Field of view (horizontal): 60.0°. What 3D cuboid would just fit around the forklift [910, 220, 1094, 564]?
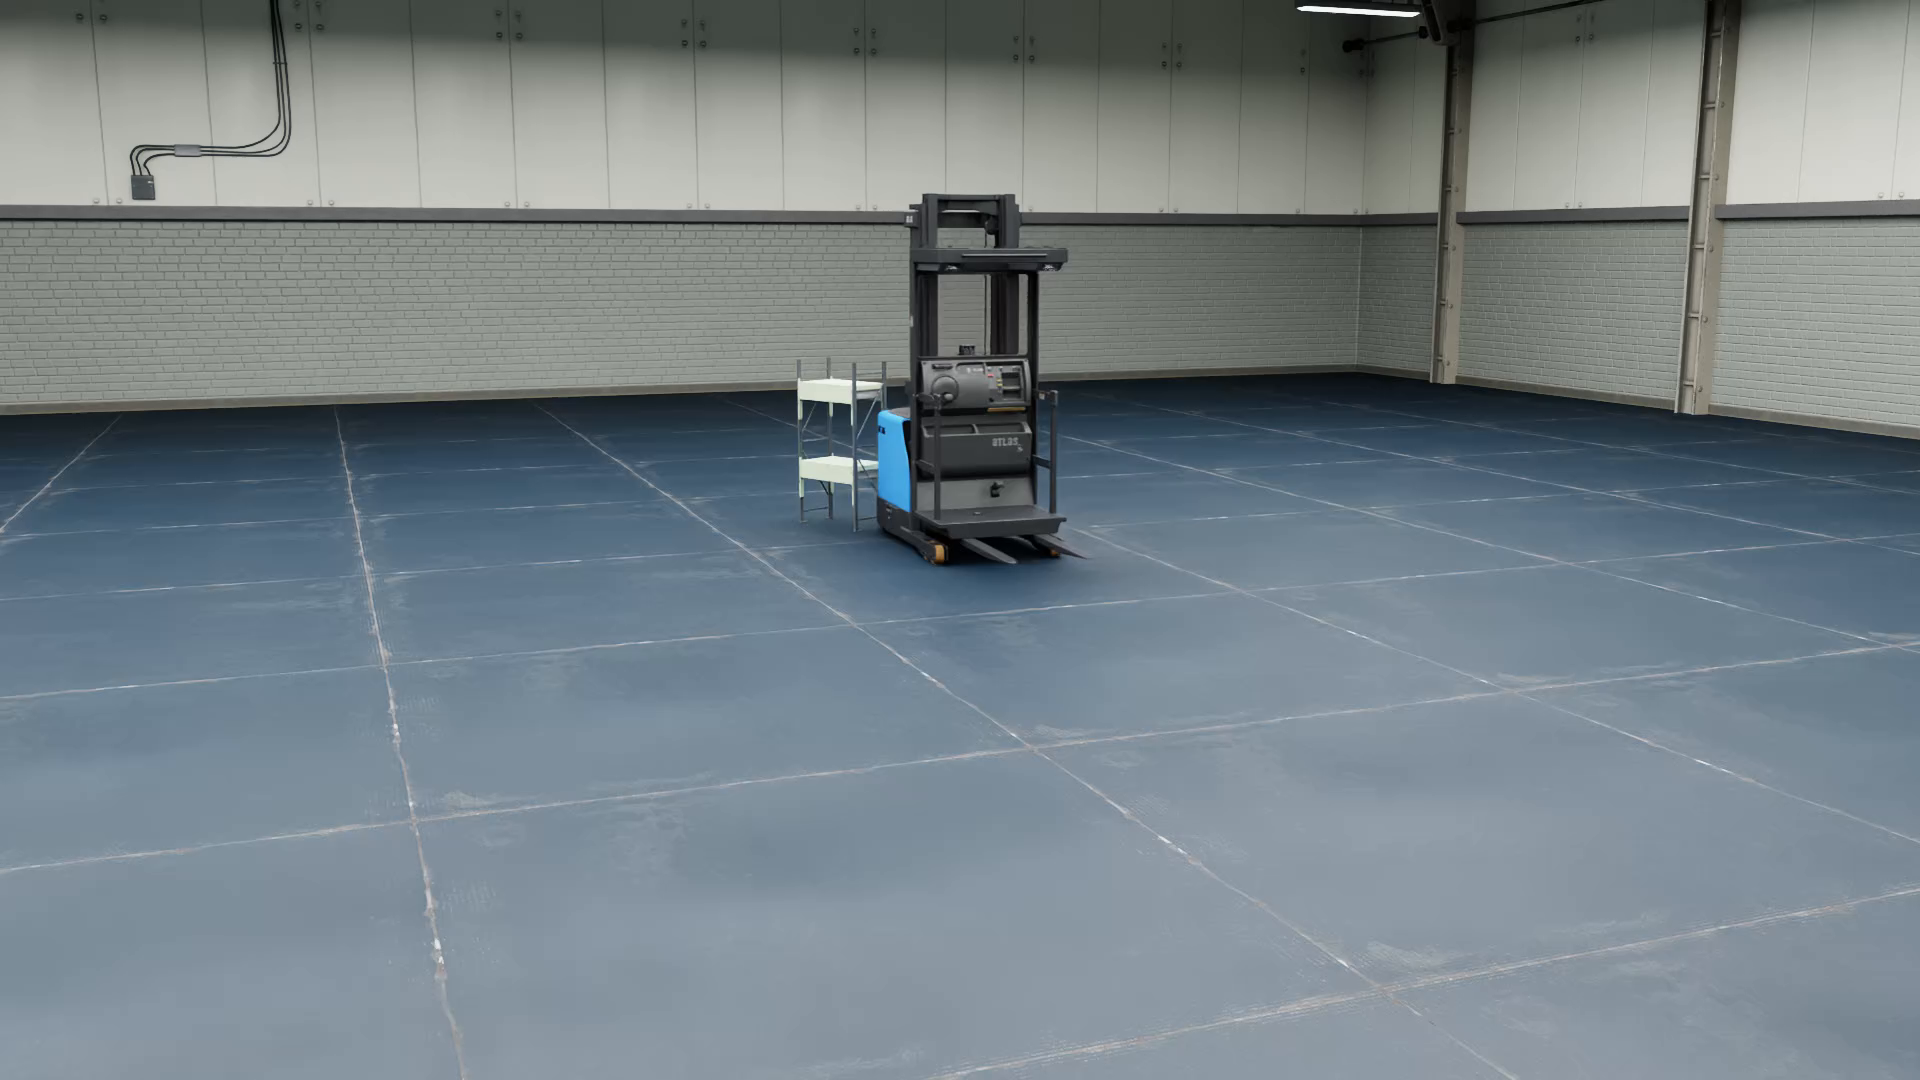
[{"bbox_3d":[0.338,-1.153,13.101,1.118,2.733,2.170,-3,11,-18],"label":"forklift"}]

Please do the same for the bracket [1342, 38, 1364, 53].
[{"bbox_3d":[7.594,-9.539,32.076,0.235,0.232,0.430,-4,11,-21],"label":"bracket"}]

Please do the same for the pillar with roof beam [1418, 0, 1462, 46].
[{"bbox_3d":[4.743,-10.010,27.831,8.718,2.987,0.548,-4,11,-21],"label":"pillar with roof beam"}]

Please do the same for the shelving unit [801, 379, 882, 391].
[{"bbox_3d":[-1.069,-1.394,14.983,0.686,0.052,0.368,9,14,43],"label":"shelving unit"}]

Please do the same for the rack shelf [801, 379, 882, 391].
[{"bbox_3d":[-1.069,-1.394,14.983,0.686,0.052,0.368,9,14,43],"label":"rack shelf"}]

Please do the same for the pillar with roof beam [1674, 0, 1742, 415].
[{"bbox_3d":[7.096,-6.083,22.920,9.100,9.000,0.548,-4,11,-21],"label":"pillar with roof beam"}]
